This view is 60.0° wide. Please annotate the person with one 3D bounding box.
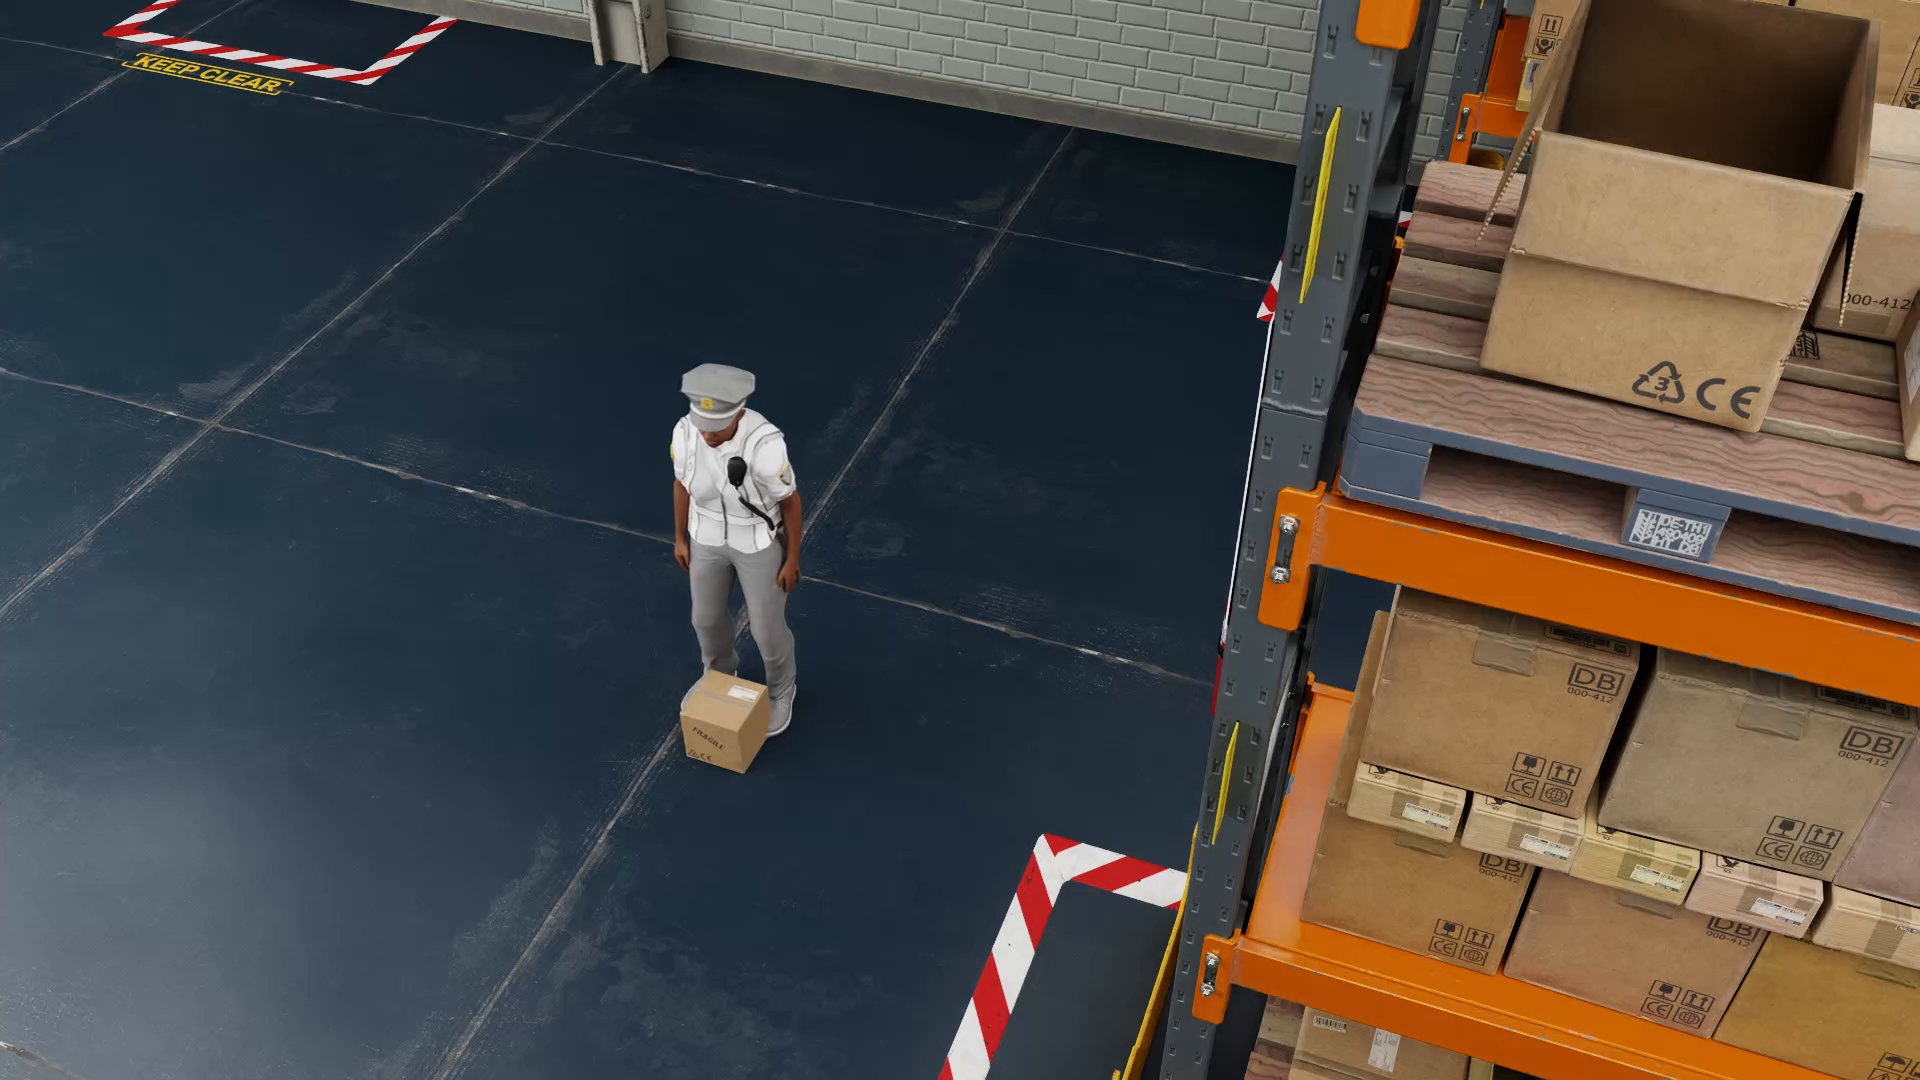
[{"bbox_3d":[-0.831,0.025,6.132,0.523,1.658,0.395,11,43,12],"label":"person"}]
